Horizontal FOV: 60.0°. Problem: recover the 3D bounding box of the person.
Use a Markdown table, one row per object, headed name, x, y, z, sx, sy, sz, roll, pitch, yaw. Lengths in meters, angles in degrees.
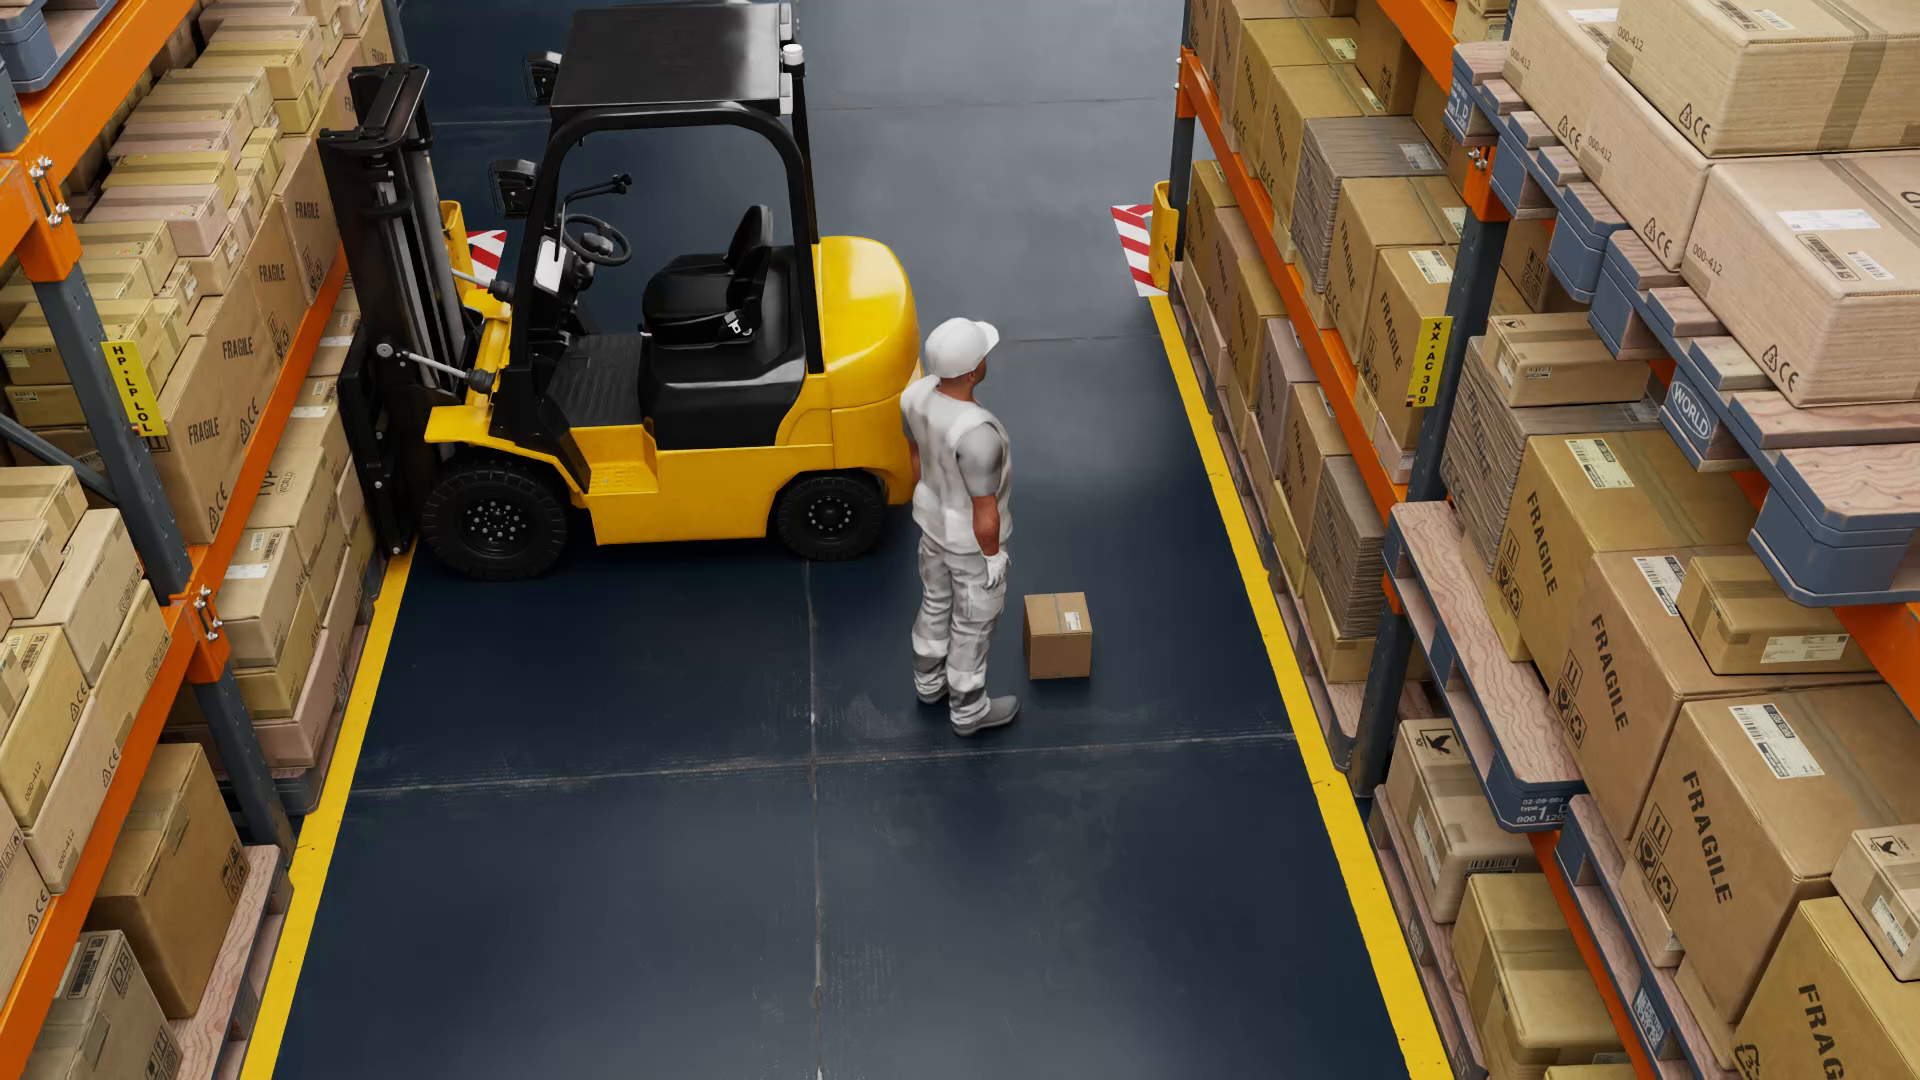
| name | x | y | z | sx | sy | sz | roll | pitch | yaw |
| --- | --- | --- | --- | --- | --- | --- | --- | --- | --- |
| person | 0.011 | -0.049 | 6.187 | 0.335 | 1.793 | 0.523 | -22 | 44 | -25 |
